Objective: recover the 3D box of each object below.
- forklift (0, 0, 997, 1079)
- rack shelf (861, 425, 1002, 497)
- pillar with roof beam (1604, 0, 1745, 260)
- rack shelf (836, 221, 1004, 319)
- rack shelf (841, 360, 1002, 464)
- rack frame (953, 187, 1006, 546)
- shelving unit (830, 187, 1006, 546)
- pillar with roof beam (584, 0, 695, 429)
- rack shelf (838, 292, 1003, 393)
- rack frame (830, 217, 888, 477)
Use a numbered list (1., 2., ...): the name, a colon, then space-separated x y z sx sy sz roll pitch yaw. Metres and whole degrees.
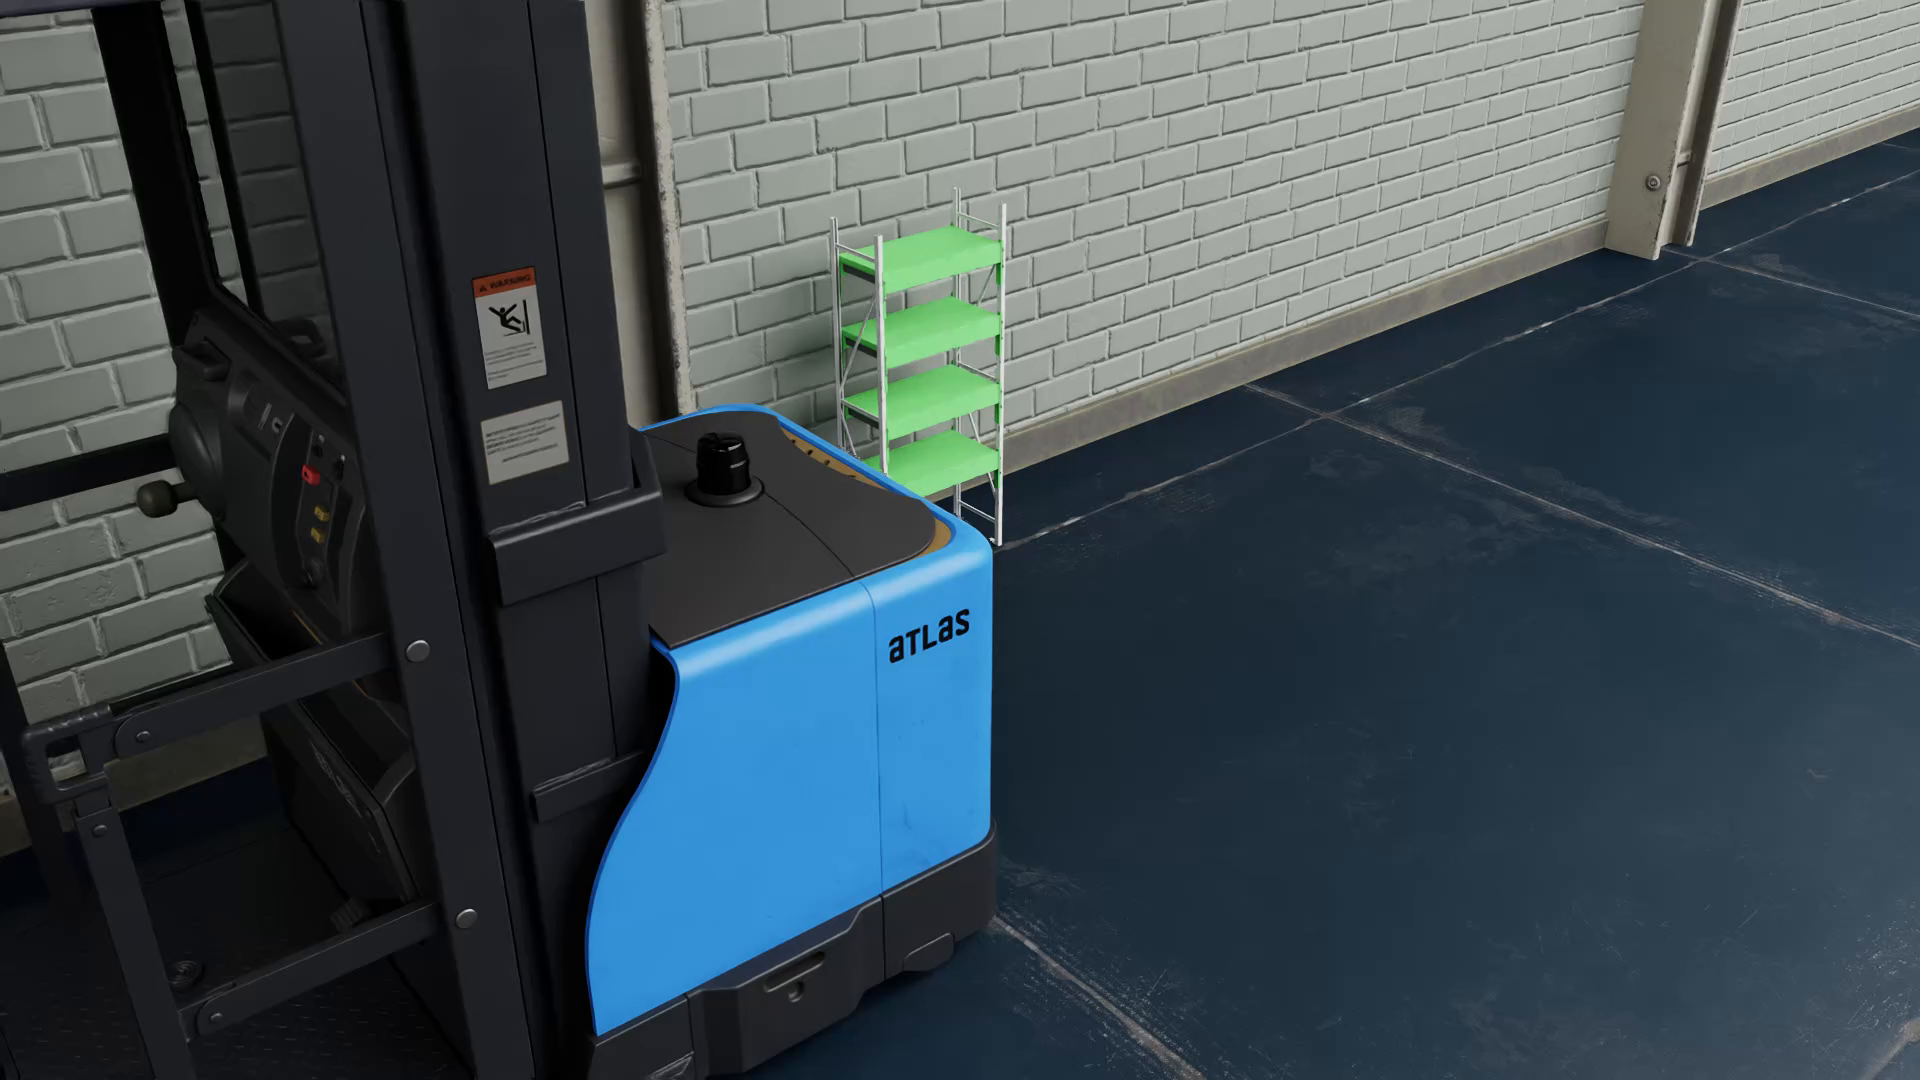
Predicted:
1. forklift: -1.385 -0.098 2.824 3.031 2.935 1.130 -21 34 -33
2. rack shelf: -0.126 -0.211 5.516 0.480 0.148 0.258 -22 35 -35
3. pillar with roof beam: 6.342 -3.953 3.599 0.400 9.000 9.100 -22 35 -35
4. rack shelf: -0.126 -0.846 5.176 0.480 0.148 0.258 -22 35 -35
5. rack shelf: -0.126 -0.422 5.403 0.480 0.148 0.258 -22 35 -35
6. rack frame: 0.060 -0.553 5.512 0.015 1.200 0.240 -22 35 -35
7. shelving unit: -0.126 -0.479 5.372 0.503 1.200 0.258 -22 35 -35
8. pillar with roof beam: 1.777 -2.117 0.164 0.400 9.000 9.100 -22 35 -35
9. rack shelf: -0.126 -0.634 5.289 0.480 0.148 0.258 -22 35 -35
10. rack frame: -0.312 -0.404 5.233 0.015 1.200 0.240 -22 35 -35
